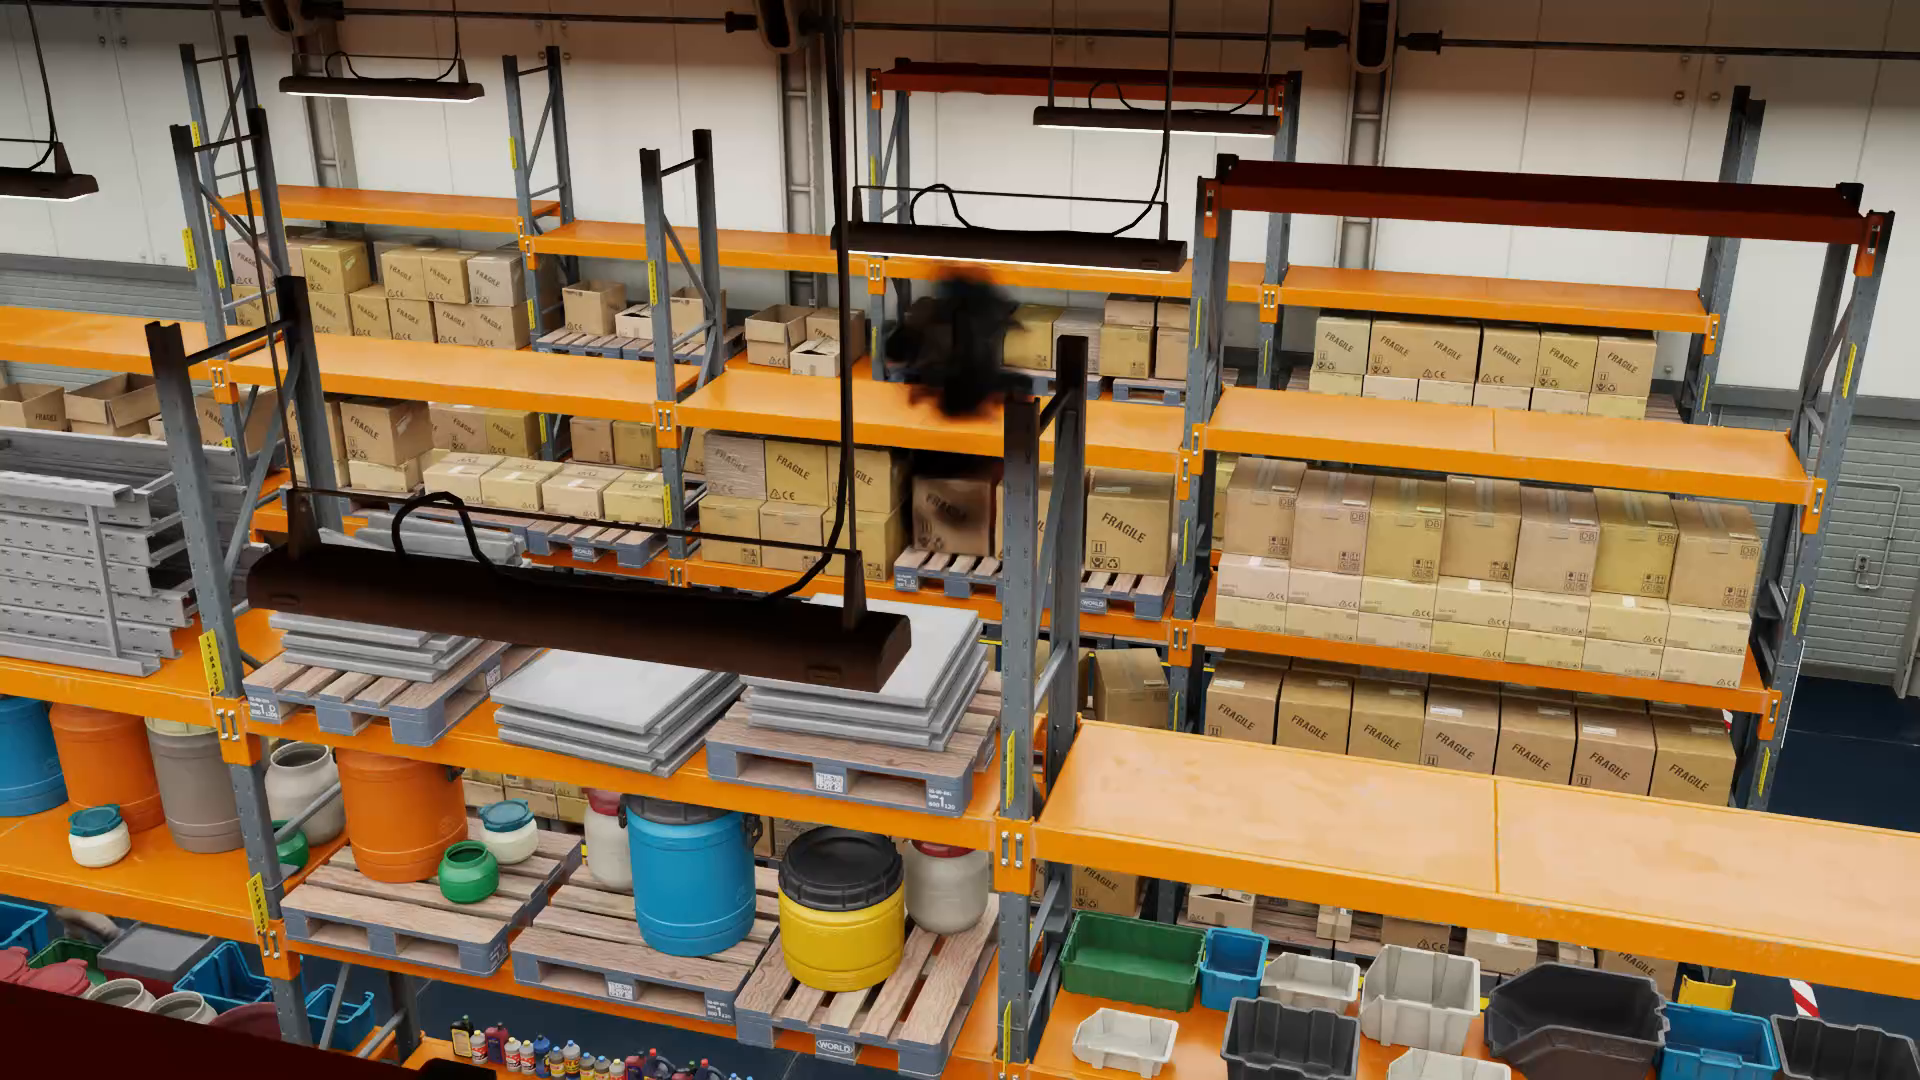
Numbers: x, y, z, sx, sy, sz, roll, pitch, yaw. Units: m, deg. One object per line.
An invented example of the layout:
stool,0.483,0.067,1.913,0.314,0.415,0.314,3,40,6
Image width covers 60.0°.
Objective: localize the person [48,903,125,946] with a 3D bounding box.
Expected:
person,-6.784,2.435,12.707,0.774,1.719,0.671,4,23,9
